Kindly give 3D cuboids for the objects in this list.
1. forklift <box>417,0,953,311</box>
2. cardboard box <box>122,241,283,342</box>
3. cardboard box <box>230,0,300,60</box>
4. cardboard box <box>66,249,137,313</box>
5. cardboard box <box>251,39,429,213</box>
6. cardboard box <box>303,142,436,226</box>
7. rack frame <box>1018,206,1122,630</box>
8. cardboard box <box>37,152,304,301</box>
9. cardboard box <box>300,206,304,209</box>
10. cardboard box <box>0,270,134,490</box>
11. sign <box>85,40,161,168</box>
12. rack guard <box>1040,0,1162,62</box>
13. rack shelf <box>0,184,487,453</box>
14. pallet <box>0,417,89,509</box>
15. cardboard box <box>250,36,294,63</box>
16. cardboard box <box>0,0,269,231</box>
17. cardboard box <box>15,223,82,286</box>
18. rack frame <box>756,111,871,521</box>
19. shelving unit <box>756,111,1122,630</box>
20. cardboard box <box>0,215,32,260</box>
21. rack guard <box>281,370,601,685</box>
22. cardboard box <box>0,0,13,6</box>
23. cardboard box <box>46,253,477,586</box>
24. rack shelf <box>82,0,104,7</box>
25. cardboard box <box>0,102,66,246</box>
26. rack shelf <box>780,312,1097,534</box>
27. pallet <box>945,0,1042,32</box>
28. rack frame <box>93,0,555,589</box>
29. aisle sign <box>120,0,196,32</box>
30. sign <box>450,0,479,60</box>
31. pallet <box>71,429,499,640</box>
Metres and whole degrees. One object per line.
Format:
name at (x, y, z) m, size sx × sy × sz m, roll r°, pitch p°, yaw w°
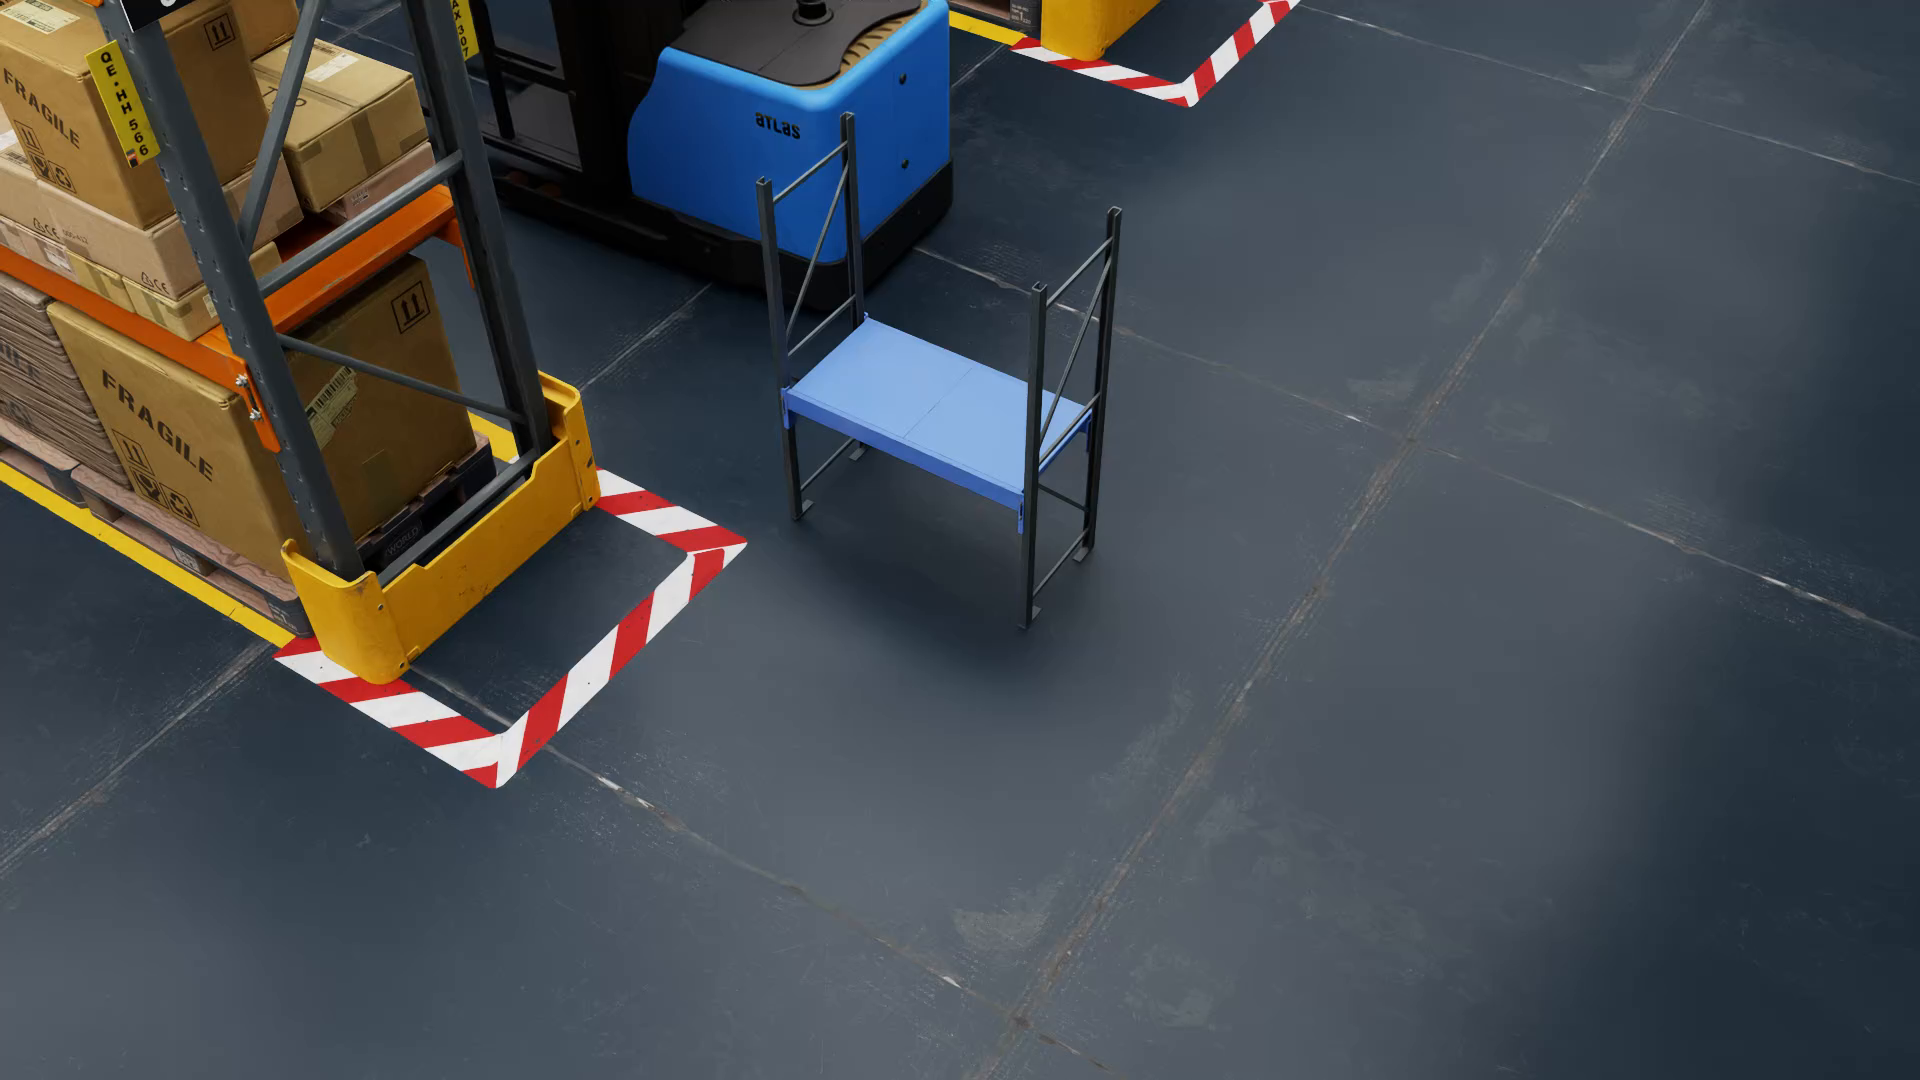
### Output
forklift at (-1.562, -2.799, 6.926) m, size 3.031 × 2.935 × 1.130 m, roll 23°, pitch 50°, yaw 21°
cardboard box at (-2.318, -0.805, 5.116) m, size 0.250 × 0.149 × 0.380 m, roll 26°, pitch 51°, yaw 23°
cardboard box at (-2.519, -1.809, 5.290) m, size 0.500 × 0.500 × 0.500 m, roll 24°, pitch 50°, yaw 21°
cardboard box at (-2.537, -0.905, 5.213) m, size 0.250 × 0.149 × 0.380 m, roll 25°, pitch 51°, yaw 22°
cardboard box at (-2.098, -1.354, 5.371) m, size 0.500 × 0.250 × 0.500 m, roll 23°, pitch 50°, yaw 21°
cardboard box at (-1.961, -1.203, 5.502) m, size 0.250 × 0.149 × 0.380 m, roll 25°, pitch 51°, yaw 23°
rack frame at (0.356, -0.359, 5.553) m, size 0.032 × 1.500 × 0.500 m, roll 25°, pitch 51°, yaw 22°
cardboard box at (-2.391, -1.032, 5.059) m, size 0.500 × 0.250 × 0.500 m, roll 24°, pitch 50°, yaw 22°
cardboard box at (-2.178, -1.301, 5.598) m, size 0.250 × 0.149 × 0.380 m, roll 24°, pitch 50°, yaw 22°
cardboard box at (-3.188, -0.911, 6.233) m, size 0.875 × 0.875 × 0.875 m, roll 25°, pitch 51°, yaw 22°
sign at (-2.145, -1.117, 4.272) m, size 0.005 × 0.325 × 0.100 m, roll 25°, pitch 51°, yaw 22°
rack guard at (0.861, -3.071, 8.885) m, size 0.348 × 0.500 × 1.175 m, roll 25°, pitch 51°, yaw 22°
rack shelf at (-3.524, -1.477, 6.095) m, size 4.000 × 0.370 × 1.077 m, roll 25°, pitch 51°, yaw 22°
pallet at (-3.578, -0.717, 6.800) m, size 1.213 × 0.211 × 1.003 m, roll 25°, pitch 51°, yaw 22°
cardboard box at (-2.540, -1.551, 5.563) m, size 0.500 × 0.250 × 0.500 m, roll 24°, pitch 51°, yaw 22°
cardboard box at (-2.392, -1.296, 4.792) m, size 0.500 × 0.500 × 0.500 m, roll 25°, pitch 51°, yaw 23°
cardboard box at (-2.749, -1.003, 5.308) m, size 0.250 × 0.149 × 0.380 m, roll 25°, pitch 51°, yaw 22°
rack frame at (-0.500, -0.753, 5.935) m, size 0.032 × 1.500 × 0.500 m, roll 25°, pitch 51°, yaw 22°
shelving unit at (-0.072, -0.556, 5.744) m, size 1.048 × 1.500 × 0.538 m, roll 25°, pitch 51°, yaw 22°
cardboard box at (-2.959, -1.100, 5.403) m, size 0.250 × 0.149 × 0.380 m, roll 26°, pitch 51°, yaw 23°
rack guard at (-1.820, -0.073, 5.972) m, size 0.348 × 0.500 × 1.175 m, roll 25°, pitch 51°, yaw 22°
cardboard box at (-2.959, -2.006, 5.482) m, size 0.500 × 0.500 × 0.500 m, roll 23°, pitch 50°, yaw 21°
cardboard box at (-2.422, -0.559, 5.890) m, size 0.875 × 0.875 × 0.875 m, roll 25°, pitch 51°, yaw 22°
rack shelf at (-3.524, -2.522, 5.020) m, size 4.000 × 0.370 × 1.077 m, roll 25°, pitch 51°, yaw 22°
cardboard box at (-2.818, -1.229, 5.250) m, size 0.500 × 0.250 × 0.500 m, roll 24°, pitch 50°, yaw 21°
rack shelf at (-0.072, -0.430, 5.873) m, size 1.000 × 0.185 × 0.538 m, roll 25°, pitch 51°, yaw 22°
pallet at (0.161, -3.314, 9.324) m, size 1.213 × 0.211 × 1.003 m, roll 25°, pitch 51°, yaw 22°
rack frame at (-1.840, -0.953, 5.085) m, size 0.127 × 3.000 × 1.000 m, roll 25°, pitch 51°, yaw 22°
aisle sign at (-1.942, -1.650, 3.950) m, size 0.004 × 0.787 × 0.394 m, roll 25°, pitch 51°, yaw 22°
sign at (-1.536, -1.615, 5.069) m, size 0.005 × 0.325 × 0.100 m, roll 25°, pitch 51°, yaw 22°
pallet at (-2.555, -0.244, 6.340) m, size 1.213 × 0.211 × 1.003 m, roll 25°, pitch 51°, yaw 22°
